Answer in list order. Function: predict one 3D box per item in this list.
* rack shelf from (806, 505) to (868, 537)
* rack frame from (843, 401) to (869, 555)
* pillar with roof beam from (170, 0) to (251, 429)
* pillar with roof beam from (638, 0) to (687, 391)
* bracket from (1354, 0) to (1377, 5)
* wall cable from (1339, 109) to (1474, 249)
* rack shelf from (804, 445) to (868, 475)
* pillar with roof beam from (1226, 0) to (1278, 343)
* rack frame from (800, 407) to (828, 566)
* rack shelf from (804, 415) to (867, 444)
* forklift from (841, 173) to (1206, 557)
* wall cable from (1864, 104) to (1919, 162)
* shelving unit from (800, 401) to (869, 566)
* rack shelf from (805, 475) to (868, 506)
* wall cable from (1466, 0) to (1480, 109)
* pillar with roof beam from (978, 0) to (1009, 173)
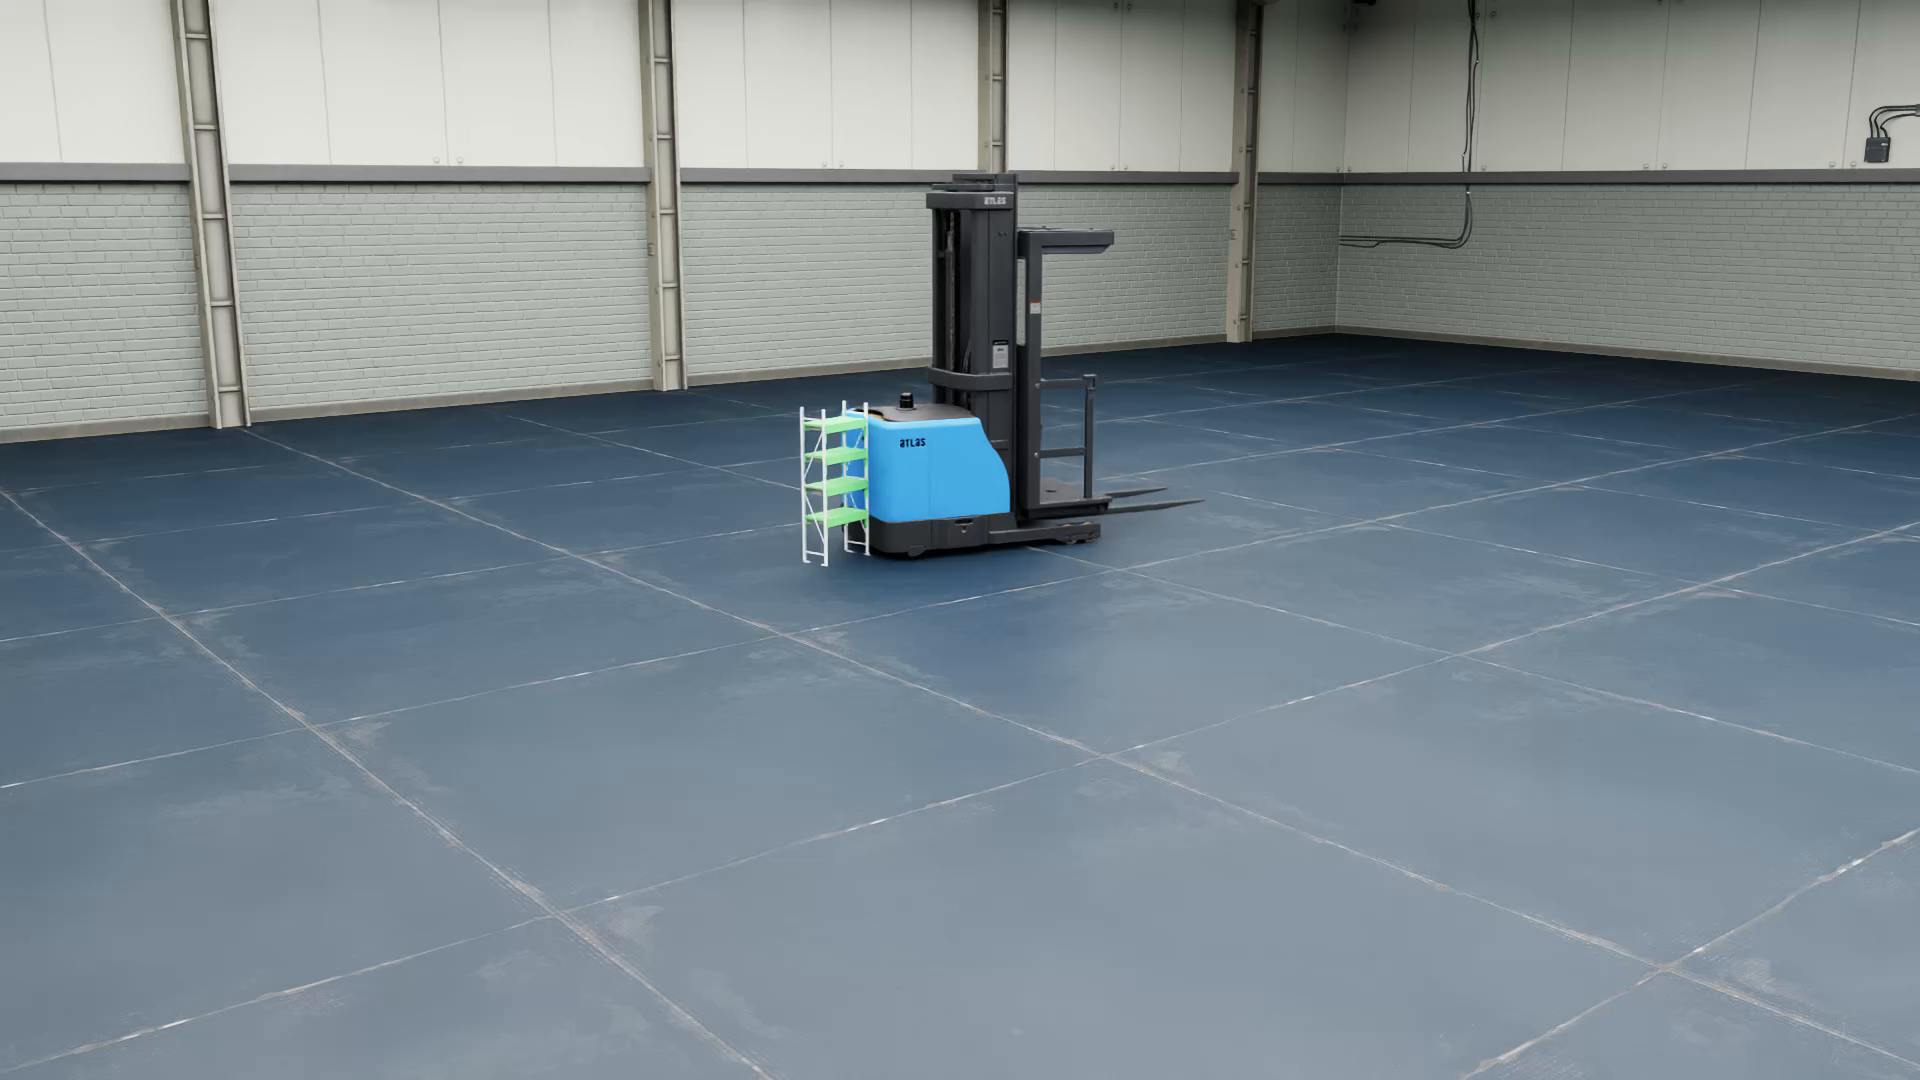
[{"bbox_3d":[-0.963,-0.147,12.896,0.258,0.148,0.480,9,15,36],"label":"rack shelf"},{"bbox_3d":[-0.816,-0.485,13.023,0.240,1.200,0.015,9,15,36],"label":"rack frame"},{"bbox_3d":[-6.147,-5.087,15.920,0.400,9.000,9.100,-9,15,-38],"label":"pillar with roof beam"},{"bbox_3d":[-1.462,-5.865,19.586,0.400,9.000,9.100,-9,15,-38],"label":"pillar with roof beam"},{"bbox_3d":[7.616,-10.185,31.264,0.430,0.232,0.235,-9,15,-38],"label":"bracket"},{"bbox_3d":[8.346,-6.770,31.320,0.112,2.526,3.097,-9,15,-38],"label":"wall cable"},{"bbox_3d":[-0.963,-0.617,12.796,0.258,0.148,0.480,9,15,36],"label":"rack shelf"},{"bbox_3d":[7.908,-7.422,26.919,0.548,9.000,9.100,-9,15,-38],"label":"pillar with roof beam"},{"bbox_3d":[-1.110,-0.404,12.642,0.240,1.200,0.015,9,15,36],"label":"rack frame"},{"bbox_3d":[-0.963,-0.851,12.746,0.258,0.148,0.480,9,15,36],"label":"rack shelf"},{"bbox_3d":[0.587,-1.488,13.580,3.031,2.935,1.130,-6,13,-25],"label":"forklift"},{"bbox_3d":[14.264,-8.410,23.383,0.169,6.003,2.305,-9,15,-38],"label":"wall cable"},{"bbox_3d":[-0.963,-0.444,12.833,0.258,1.200,0.503,9,15,36],"label":"shelving unit"},{"bbox_3d":[-0.963,-0.382,12.846,0.258,0.148,0.480,9,15,36],"label":"rack shelf"},{"bbox_3d":[10.036,-8.801,28.729,0.112,2.526,3.097,-9,15,-38],"label":"wall cable"},{"bbox_3d":[3.223,-6.644,23.253,0.400,9.000,9.100,-9,15,-38],"label":"pillar with roof beam"}]
